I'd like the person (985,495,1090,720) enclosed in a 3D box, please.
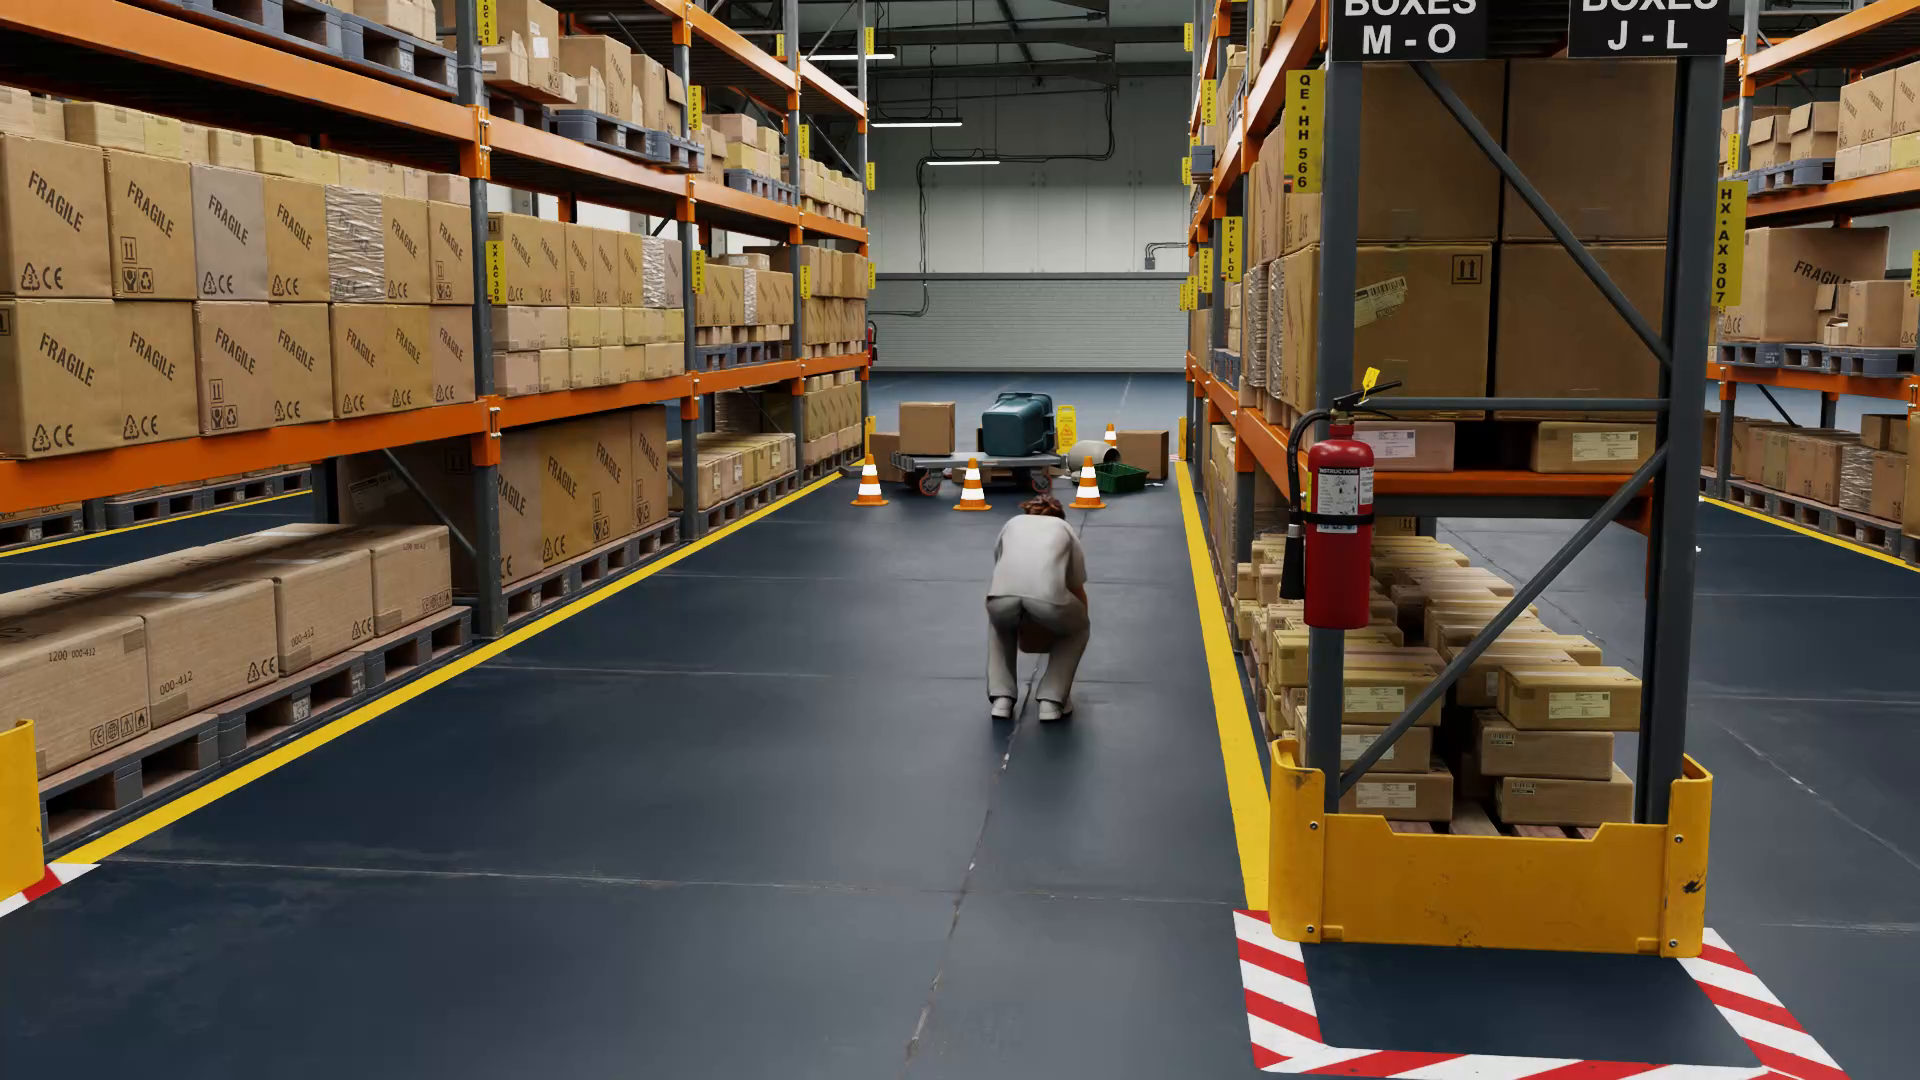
[{"bbox_3d":[0.343,0.291,7.449,0.467,0.930,0.851,2,8,14],"label":"person"}]
